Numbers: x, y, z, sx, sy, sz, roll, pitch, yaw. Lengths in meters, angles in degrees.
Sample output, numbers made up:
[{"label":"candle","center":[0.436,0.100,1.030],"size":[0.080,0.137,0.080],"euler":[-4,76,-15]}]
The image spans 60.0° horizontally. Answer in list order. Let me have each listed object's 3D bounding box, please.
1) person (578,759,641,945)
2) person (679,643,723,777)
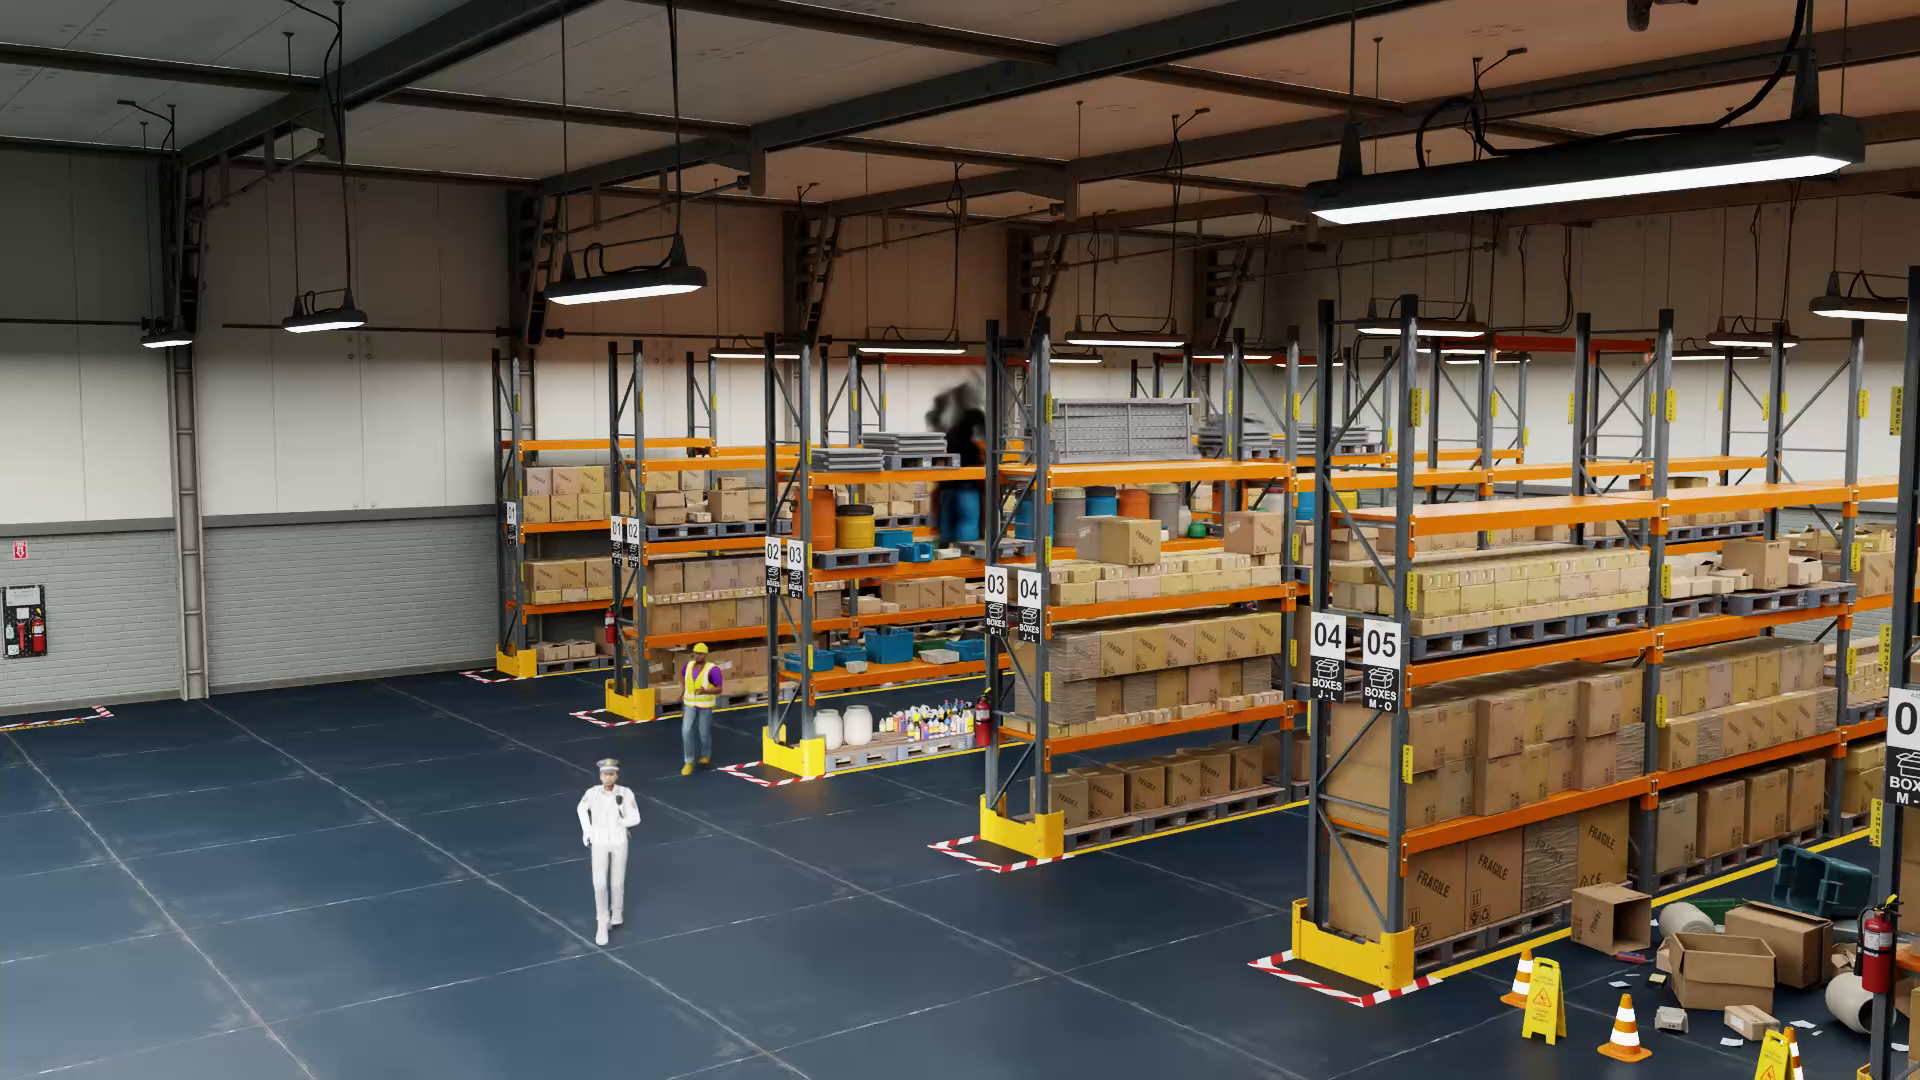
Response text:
[{"label":"person","center":[-3.343,2.937,15.855],"size":[0.595,1.754,0.702],"euler":[-1,5,-10]},{"label":"person","center":[-3.553,2.287,22.729],"size":[0.692,1.800,0.748],"euler":[1,5,10]}]
